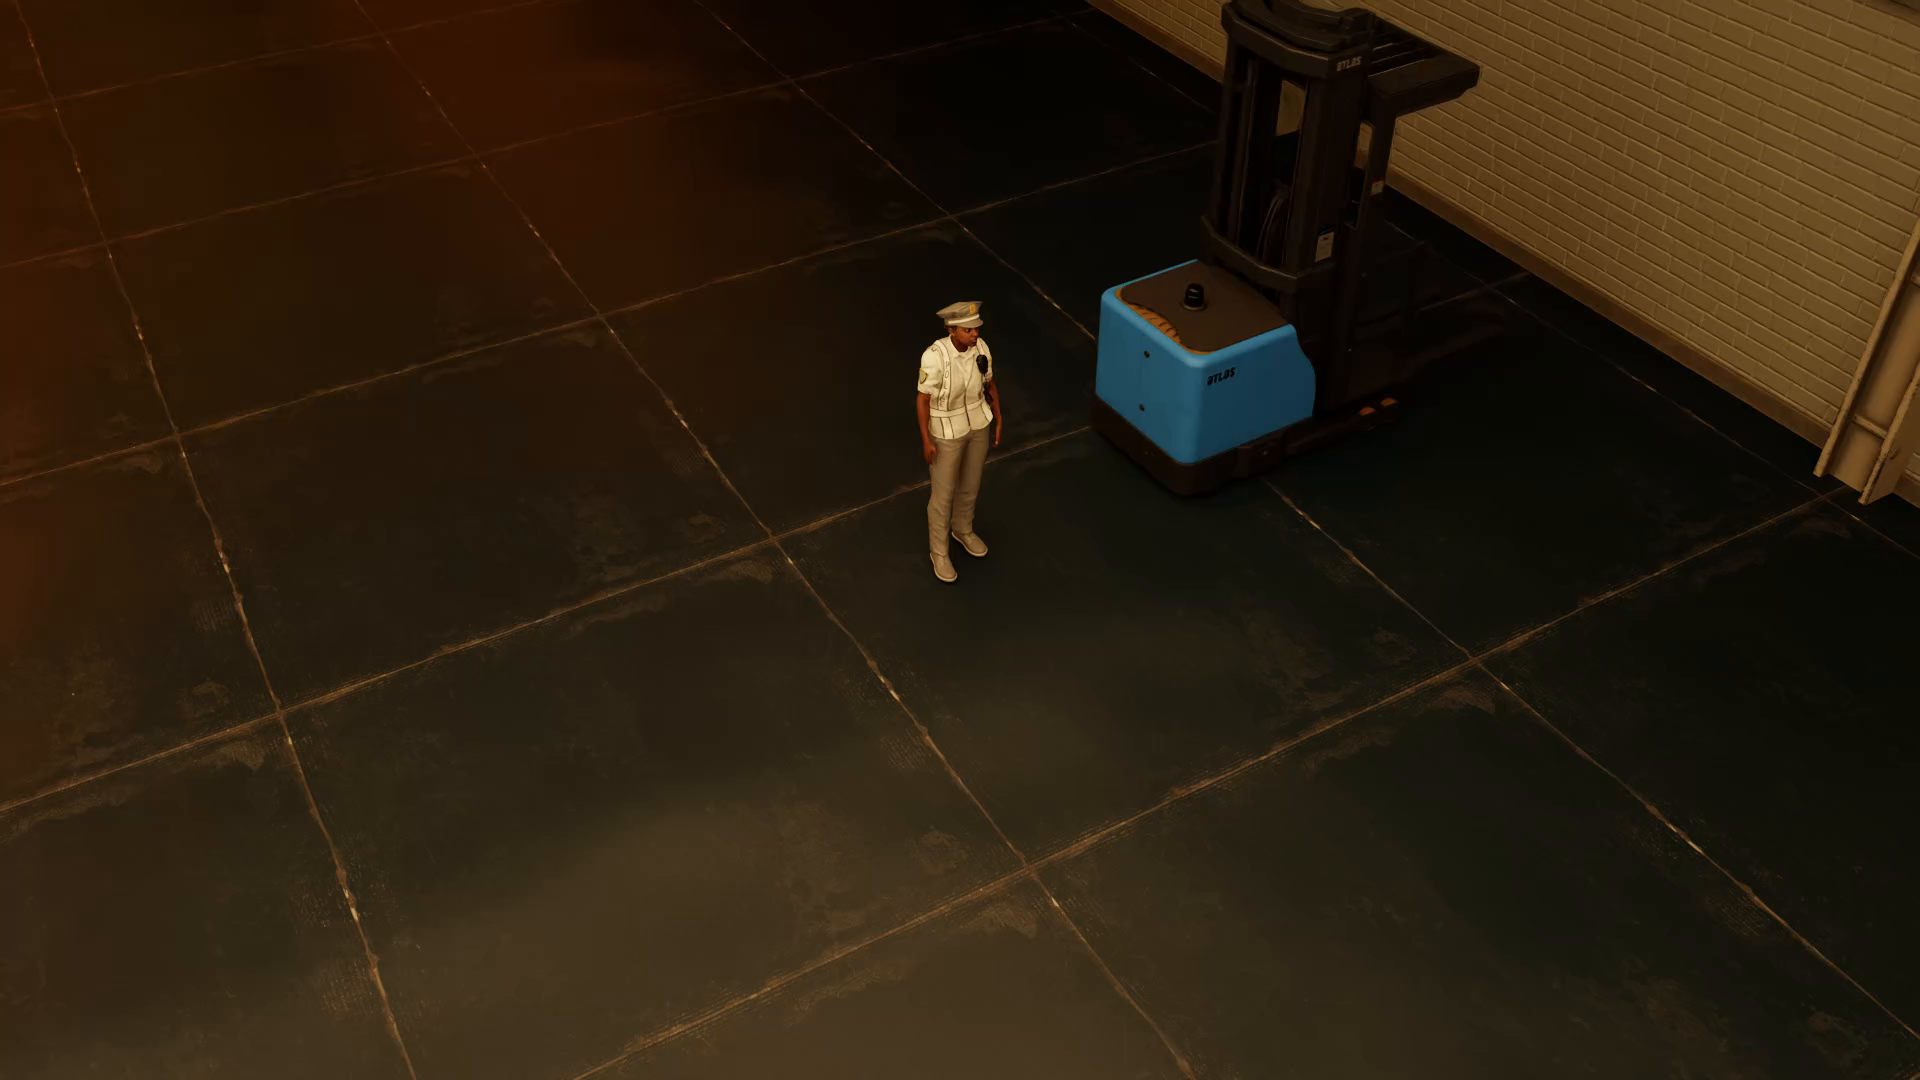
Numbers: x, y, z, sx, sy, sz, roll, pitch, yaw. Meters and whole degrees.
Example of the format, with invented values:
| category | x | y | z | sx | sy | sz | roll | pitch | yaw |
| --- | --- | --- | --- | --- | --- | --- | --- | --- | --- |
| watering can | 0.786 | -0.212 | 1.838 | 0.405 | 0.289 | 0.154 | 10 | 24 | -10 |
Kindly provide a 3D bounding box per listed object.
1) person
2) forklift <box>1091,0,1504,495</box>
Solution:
| category | x | y | z | sx | sy | sz | roll | pitch | yaw |
| --- | --- | --- | --- | --- | --- | --- | --- | --- | --- |
| person | 0.020 | -0.610 | 9.729 | 0.570 | 1.695 | 0.530 | -20 | 44 | -23 |
| forklift | 2.403 | -2.126 | 10.599 | 3.031 | 2.935 | 1.130 | -22 | 44 | -24 |
